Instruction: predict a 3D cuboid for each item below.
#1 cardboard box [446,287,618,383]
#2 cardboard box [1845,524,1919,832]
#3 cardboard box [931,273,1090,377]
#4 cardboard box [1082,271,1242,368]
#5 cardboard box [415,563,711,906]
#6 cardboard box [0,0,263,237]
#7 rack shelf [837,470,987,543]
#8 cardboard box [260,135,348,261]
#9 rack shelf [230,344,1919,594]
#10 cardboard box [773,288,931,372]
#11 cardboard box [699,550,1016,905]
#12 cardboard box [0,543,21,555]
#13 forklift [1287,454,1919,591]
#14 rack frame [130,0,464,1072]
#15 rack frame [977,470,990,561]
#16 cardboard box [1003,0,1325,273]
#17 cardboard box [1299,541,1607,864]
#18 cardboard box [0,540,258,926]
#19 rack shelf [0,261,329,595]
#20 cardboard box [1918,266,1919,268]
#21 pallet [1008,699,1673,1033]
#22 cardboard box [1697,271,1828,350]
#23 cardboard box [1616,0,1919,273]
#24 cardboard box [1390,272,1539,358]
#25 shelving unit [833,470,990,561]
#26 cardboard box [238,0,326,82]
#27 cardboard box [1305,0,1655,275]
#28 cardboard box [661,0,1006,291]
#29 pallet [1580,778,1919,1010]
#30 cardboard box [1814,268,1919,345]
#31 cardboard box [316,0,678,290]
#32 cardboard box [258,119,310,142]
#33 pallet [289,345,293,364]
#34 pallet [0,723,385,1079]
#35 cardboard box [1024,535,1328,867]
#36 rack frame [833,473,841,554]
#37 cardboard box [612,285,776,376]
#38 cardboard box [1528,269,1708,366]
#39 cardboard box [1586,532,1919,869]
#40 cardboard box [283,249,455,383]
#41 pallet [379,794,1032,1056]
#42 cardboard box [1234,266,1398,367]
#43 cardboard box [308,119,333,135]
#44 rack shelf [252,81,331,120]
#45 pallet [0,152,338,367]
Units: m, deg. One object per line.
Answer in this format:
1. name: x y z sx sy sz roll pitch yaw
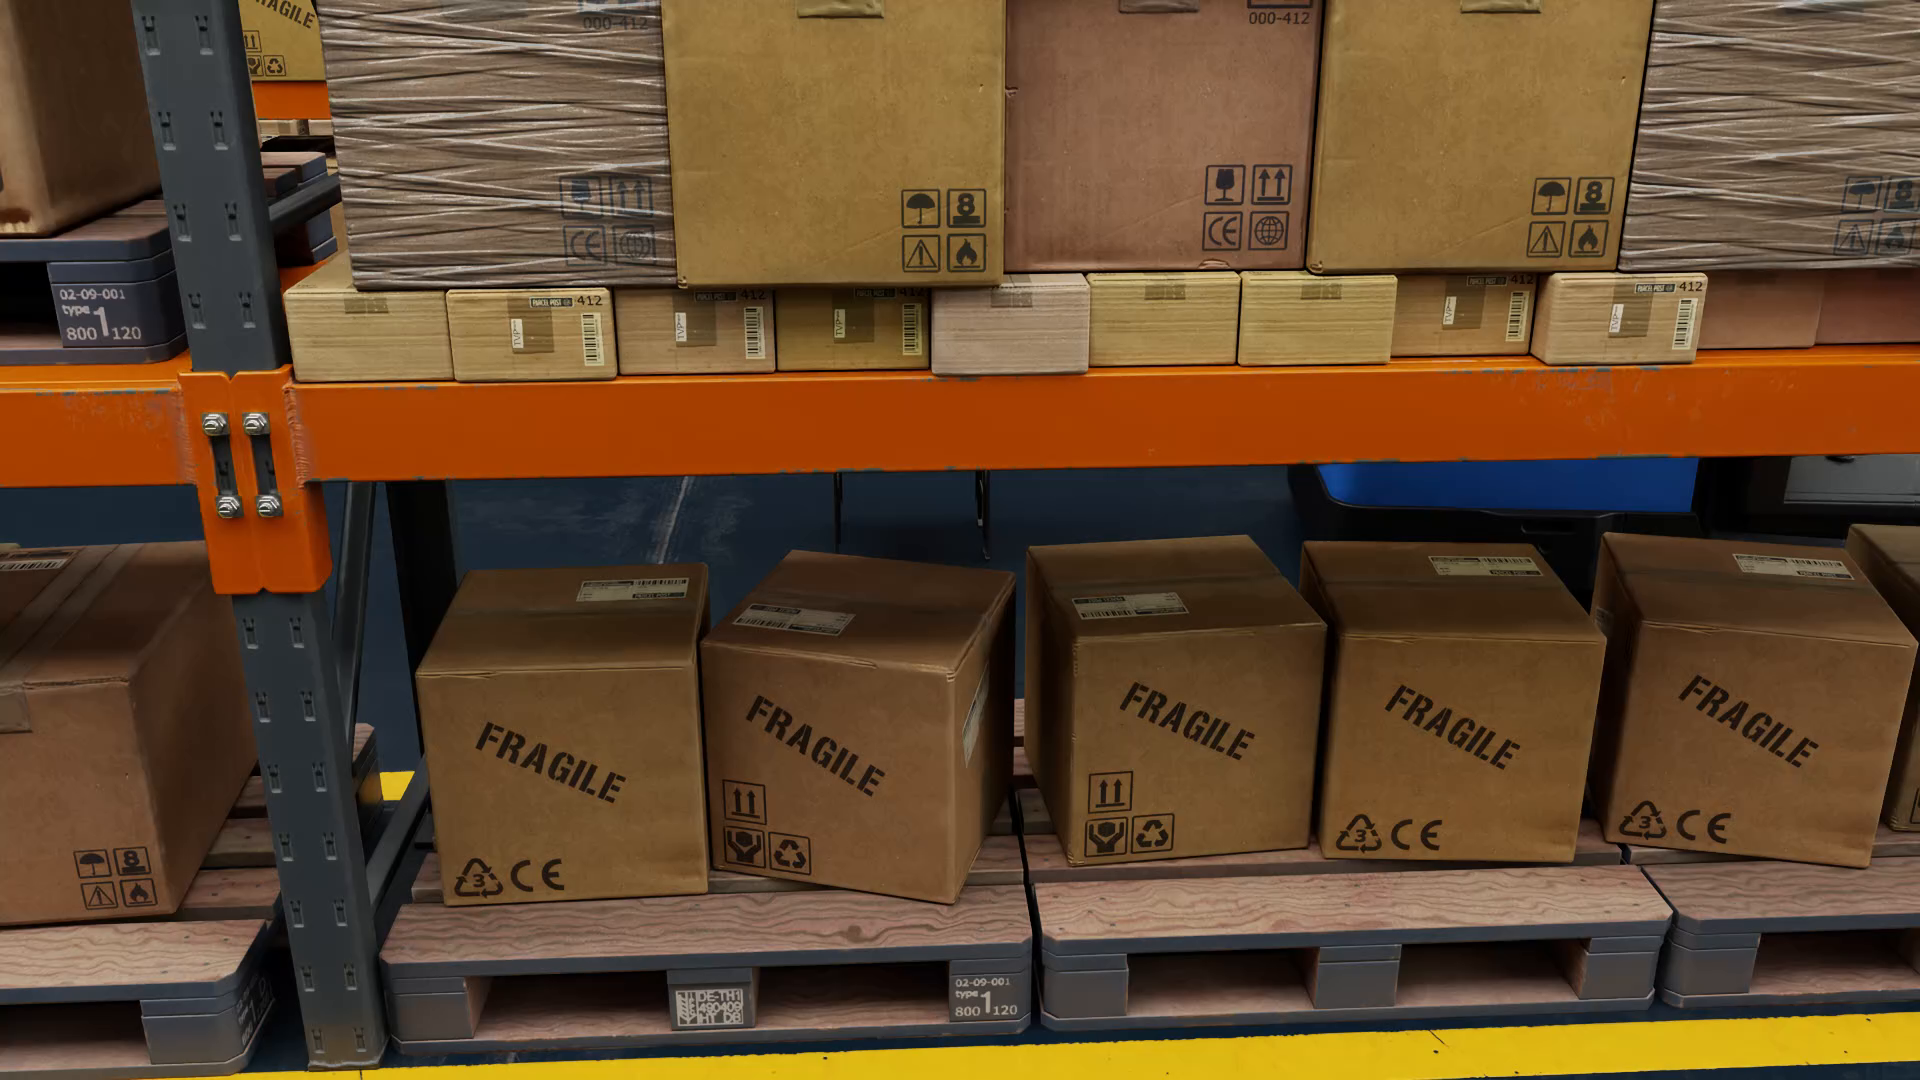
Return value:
1. cardboard box: -0.679 -0.384 2.766 0.250 0.149 0.380 -1 21 -3
2. cardboard box: 2.208 0.294 3.555 0.500 0.500 0.500 3 21 7
3. cardboard box: 0.070 -0.398 2.803 0.250 0.149 0.380 -1 21 -3
4. cardboard box: 0.317 -0.417 2.855 0.250 0.149 0.380 -1 21 -3
5. cardboard box: -0.760 0.375 3.344 0.500 0.500 0.500 -2 21 -5
6. cardboard box: -1.962 -1.113 2.896 1.000 1.000 1.000 -1 21 -3
7. rack shelf: -0.165 -0.311 5.492 0.480 0.518 0.431 -1 21 -3
8. cardboard box: -2.921 -1.449 7.783 0.750 0.750 1.050 -1 21 -3
9. rack shelf: 0.836 -0.308 3.224 4.000 0.370 1.077 -1 21 -3
10. cardboard box: -0.182 -0.407 2.828 0.250 0.149 0.380 -1 21 -3
11. cardboard box: -0.188 0.361 3.381 0.500 0.500 0.500 5 22 14
12. cardboard box: -2.253 0.367 3.335 0.500 0.500 0.700 -1 21 -3
13. forklift: 2.662 -1.332 5.001 3.031 2.935 1.130 1 21 3
14. rack frame: -1.161 -0.603 2.990 0.127 3.000 1.000 -1 21 -3
15. rack frame: 0.078 -0.983 5.252 0.015 2.100 0.400 -1 21 -3
16. cardboard box: 0.286 -0.820 3.000 0.500 0.500 0.875 -1 21 -3
17. cardboard box: 0.987 0.325 3.476 0.500 0.500 0.500 1 21 2
18. cardboard box: -1.775 0.364 3.343 0.500 0.500 0.700 -3 21 -7
19. rack shelf: -3.158 -0.226 3.011 4.000 0.370 1.077 -1 21 -3
20. cardboard box: 1.789 -0.816 2.990 0.500 0.500 0.875 -1 21 -3
21. pallet: 0.728 0.648 3.622 1.213 0.211 1.003 -1 21 -3
22. cardboard box: 1.312 -0.457 2.958 0.250 0.149 0.380 -1 21 -3
23. cardboard box: 1.288 -0.821 3.004 0.500 0.500 0.875 -1 21 -3
24. cardboard box: 0.814 -0.440 2.913 0.250 0.149 0.380 -1 21 -3
25. shelving unit: -0.165 -0.978 5.239 0.503 2.100 0.431 -1 21 -3
26. cardboard box: -2.858 -2.288 7.274 0.500 0.500 0.500 -1 21 -2
27. cardboard box: 0.788 -0.815 2.988 0.500 0.500 0.875 -1 21 -3
28. cardboard box: -0.207 -0.774 2.879 0.500 0.500 0.875 -1 21 -3
29. pallet: 1.943 0.624 3.685 1.213 0.211 1.003 -1 21 -3
30. cardboard box: 1.561 -0.470 2.992 0.250 0.149 0.380 -1 21 -3
31. cardboard box: -0.708 -0.776 2.885 0.500 0.500 0.875 -1 21 -3
32. cardboard box: -5.156 -3.018 12.436 0.625 0.372 0.950 -3 21 -7
33. pallet: -3.330 -0.996 7.940 1.213 0.211 1.003 -1 21 -3
34. pallet: -1.938 0.716 3.443 1.213 0.211 1.003 -1 21 -3
35. cardboard box: 0.427 0.320 3.488 0.500 0.500 0.500 -3 21 -8
36. rack frame: -0.409 -0.973 5.226 0.015 2.100 0.400 -1 21 -3
37. cardboard box: -0.431 -0.399 2.805 0.250 0.149 0.380 -1 21 -3
38. cardboard box: 1.068 -0.420 2.862 0.250 0.149 0.380 -1 21 -3
39. cardboard box: 1.613 0.319 3.491 0.500 0.500 0.500 4 21 11
40. cardboard box: -0.929 -0.383 2.765 0.250 0.149 0.380 -1 21 -3
41. pallet: -0.493 0.674 3.555 1.213 0.211 1.003 -1 21 -3
42. cardboard box: 0.567 -0.419 2.858 0.250 0.149 0.380 -1 21 -3
43. cardboard box: -4.420 -3.036 12.483 0.625 0.372 0.950 -2 21 -4
44. rack shelf: -3.340 -1.990 7.644 4.000 0.370 1.077 -1 21 -3
45. pallet: -1.933 -0.550 3.119 1.213 0.211 1.003 -1 21 -3
